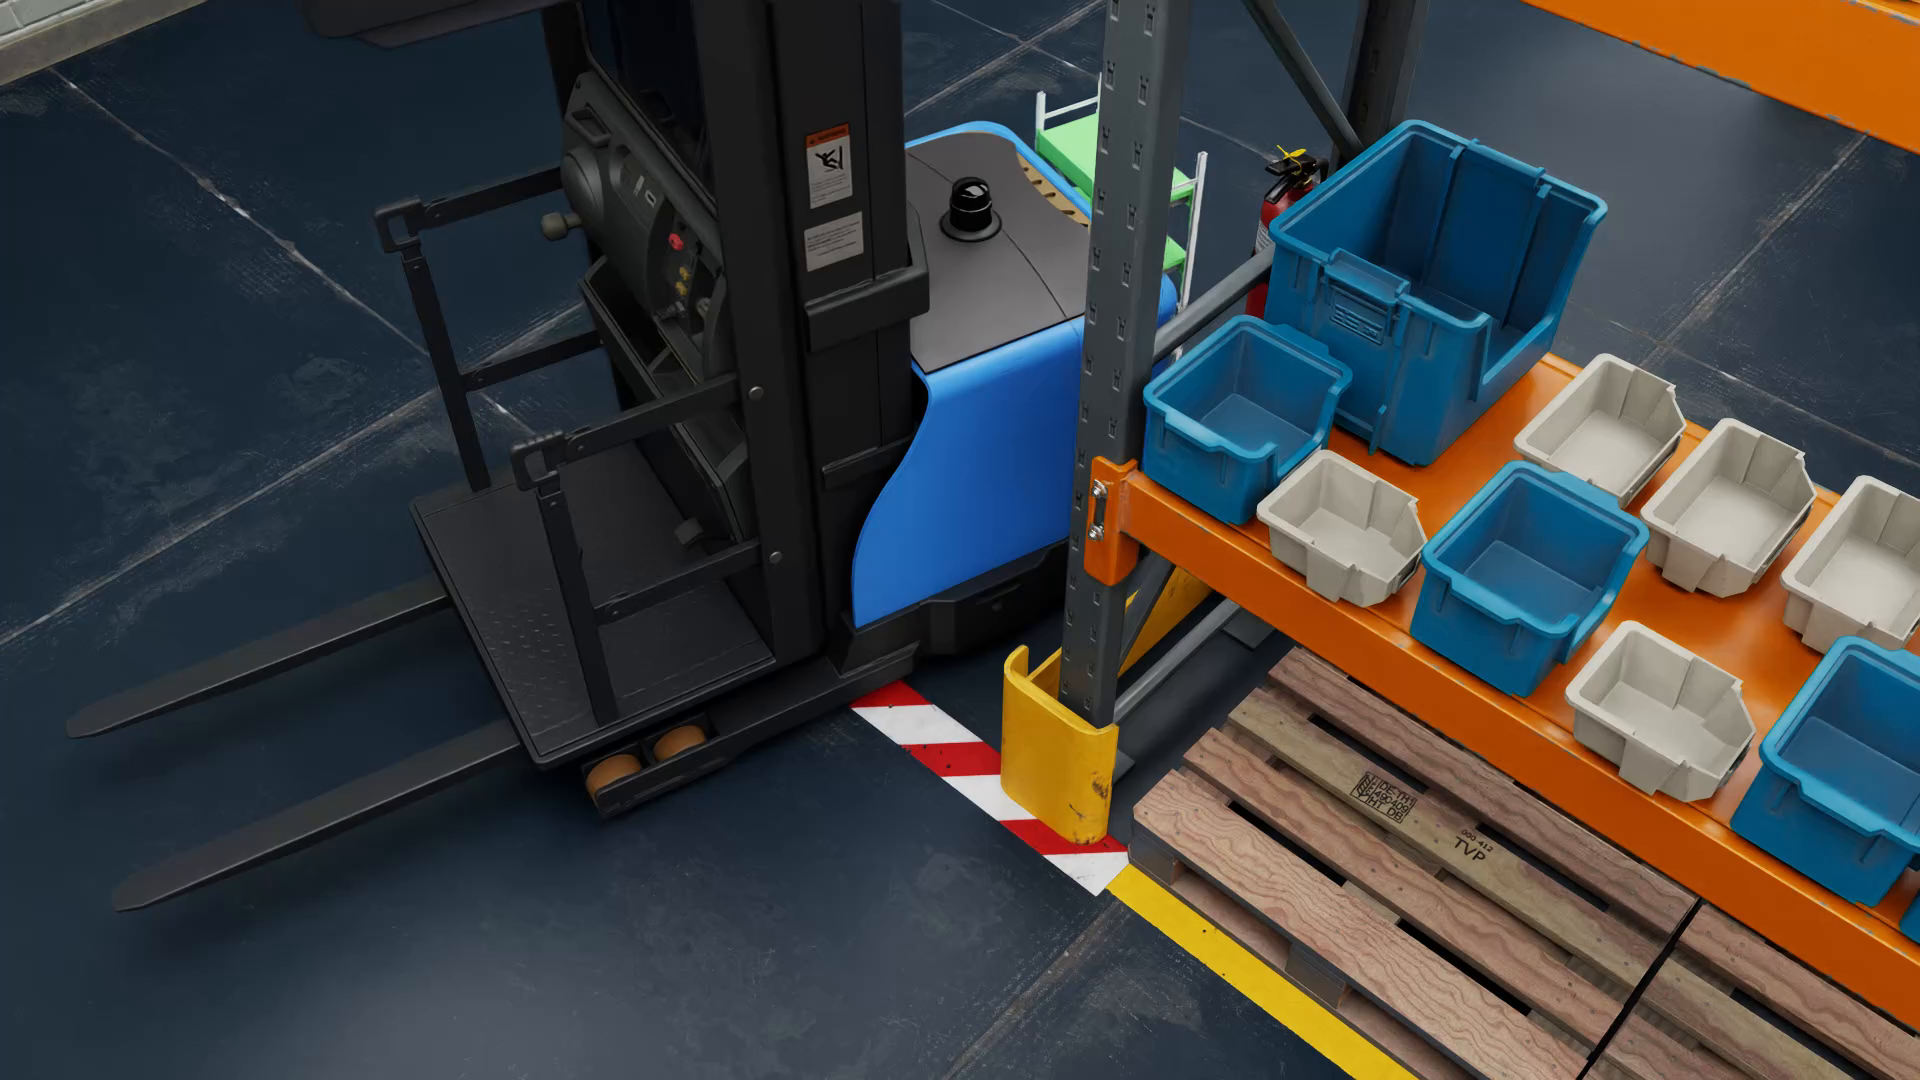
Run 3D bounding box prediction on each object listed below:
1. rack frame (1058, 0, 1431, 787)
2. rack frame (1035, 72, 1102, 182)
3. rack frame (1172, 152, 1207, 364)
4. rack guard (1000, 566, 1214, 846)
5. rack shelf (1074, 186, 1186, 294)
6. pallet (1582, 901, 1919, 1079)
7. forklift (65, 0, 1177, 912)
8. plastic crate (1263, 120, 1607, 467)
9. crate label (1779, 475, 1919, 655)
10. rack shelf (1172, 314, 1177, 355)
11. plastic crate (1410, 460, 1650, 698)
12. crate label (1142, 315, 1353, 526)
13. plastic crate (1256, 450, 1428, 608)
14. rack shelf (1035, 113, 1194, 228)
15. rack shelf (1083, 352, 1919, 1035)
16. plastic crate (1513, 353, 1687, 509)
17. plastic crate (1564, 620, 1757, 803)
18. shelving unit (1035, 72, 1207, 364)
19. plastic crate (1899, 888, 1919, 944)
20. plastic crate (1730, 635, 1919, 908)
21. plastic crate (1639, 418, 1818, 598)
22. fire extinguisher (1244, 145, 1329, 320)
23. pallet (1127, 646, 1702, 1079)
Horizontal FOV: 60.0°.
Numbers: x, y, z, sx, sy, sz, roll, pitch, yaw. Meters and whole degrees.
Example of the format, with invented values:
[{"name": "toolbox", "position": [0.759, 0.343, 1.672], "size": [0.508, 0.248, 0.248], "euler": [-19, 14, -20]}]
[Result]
[{"name": "rack frame", "position": [0.634, -0.577, 3.734], "size": [0.127, 3.000, 1.000], "euler": [34, 55, 28]}, {"name": "rack frame", "position": [0.329, -0.925, 5.295], "size": [0.240, 1.200, 0.015], "euler": [-23, 51, -20]}, {"name": "rack frame", "position": [0.578, -0.619, 5.008], "size": [0.240, 1.200, 0.015], "euler": [-23, 51, -20]}, {"name": "rack guard", "position": [0.608, 0.274, 4.650], "size": [0.348, 0.500, 1.175], "euler": [34, 55, 28]}, {"name": "rack shelf", "position": [0.454, -0.892, 5.023], "size": [0.258, 0.148, 0.480], "euler": [-23, 51, -20]}, {"name": "pallet", "position": [2.106, 1.409, 3.782], "size": [1.213, 0.211, 1.003], "euler": [34, 55, 28]}, {"name": "forklift", "position": [-0.936, -0.701, 3.898], "size": [3.031, 2.935, 1.130], "euler": [-23, 51, -20]}, {"name": "plastic crate", "position": [1.007, -0.544, 3.638], "size": [0.499, 0.435, 0.616], "euler": [34, 55, 28]}, {"name": "crate label", "position": [1.781, 0.075, 3.262], "size": [0.243, 0.136, 0.396], "euler": [34, 55, 28]}, {"name": "rack shelf", "position": [0.454, -0.728, 5.198], "size": [0.258, 0.148, 0.480], "euler": [-23, 51, -20]}, {"name": "plastic crate", "position": [1.076, 0.084, 3.188], "size": [0.300, 0.233, 0.416], "euler": [34, 55, 28]}, {"name": "crate label", "position": [0.593, -0.242, 3.493], "size": [0.303, 0.233, 0.416], "euler": [34, 55, 28]}, {"name": "plastic crate", "position": [0.772, -0.006, 3.338], "size": [0.298, 0.136, 0.250], "euler": [34, 55, 28]}, {"name": "rack shelf", "position": [0.454, -1.057, 4.848], "size": [0.258, 0.148, 0.480], "euler": [-23, 51, -20]}, {"name": "rack shelf", "position": [2.104, 0.658, 3.068], "size": [4.000, 0.370, 1.077], "euler": [34, 55, 28]}, {"name": "plastic crate", "position": [1.357, -0.201, 3.521], "size": [0.243, 0.136, 0.396], "euler": [34, 55, 28]}, {"name": "plastic crate", "position": [1.271, 0.329, 3.023], "size": [0.298, 0.136, 0.250], "euler": [34, 55, 28]}, {"name": "shelving unit", "position": [0.454, -0.772, 5.152], "size": [0.258, 1.200, 0.503], "euler": [-23, 51, -20]}, {"name": "plastic crate", "position": [1.781, 0.558, 2.743], "size": [0.300, 0.233, 0.416], "euler": [34, 55, 28]}, {"name": "plastic crate", "position": [1.560, 0.409, 2.882], "size": [0.300, 0.233, 0.416], "euler": [34, 55, 28]}, {"name": "plastic crate", "position": [1.560, -0.050, 3.379], "size": [0.243, 0.136, 0.396], "euler": [34, 55, 28]}, {"name": "fire extinguisher", "position": [0.832, -0.741, 4.197], "size": [0.183, 0.674, 0.296], "euler": [34, 55, 28]}, {"name": "pallet", "position": [1.214, 0.806, 4.348], "size": [1.213, 0.211, 1.003], "euler": [34, 55, 28]}]
